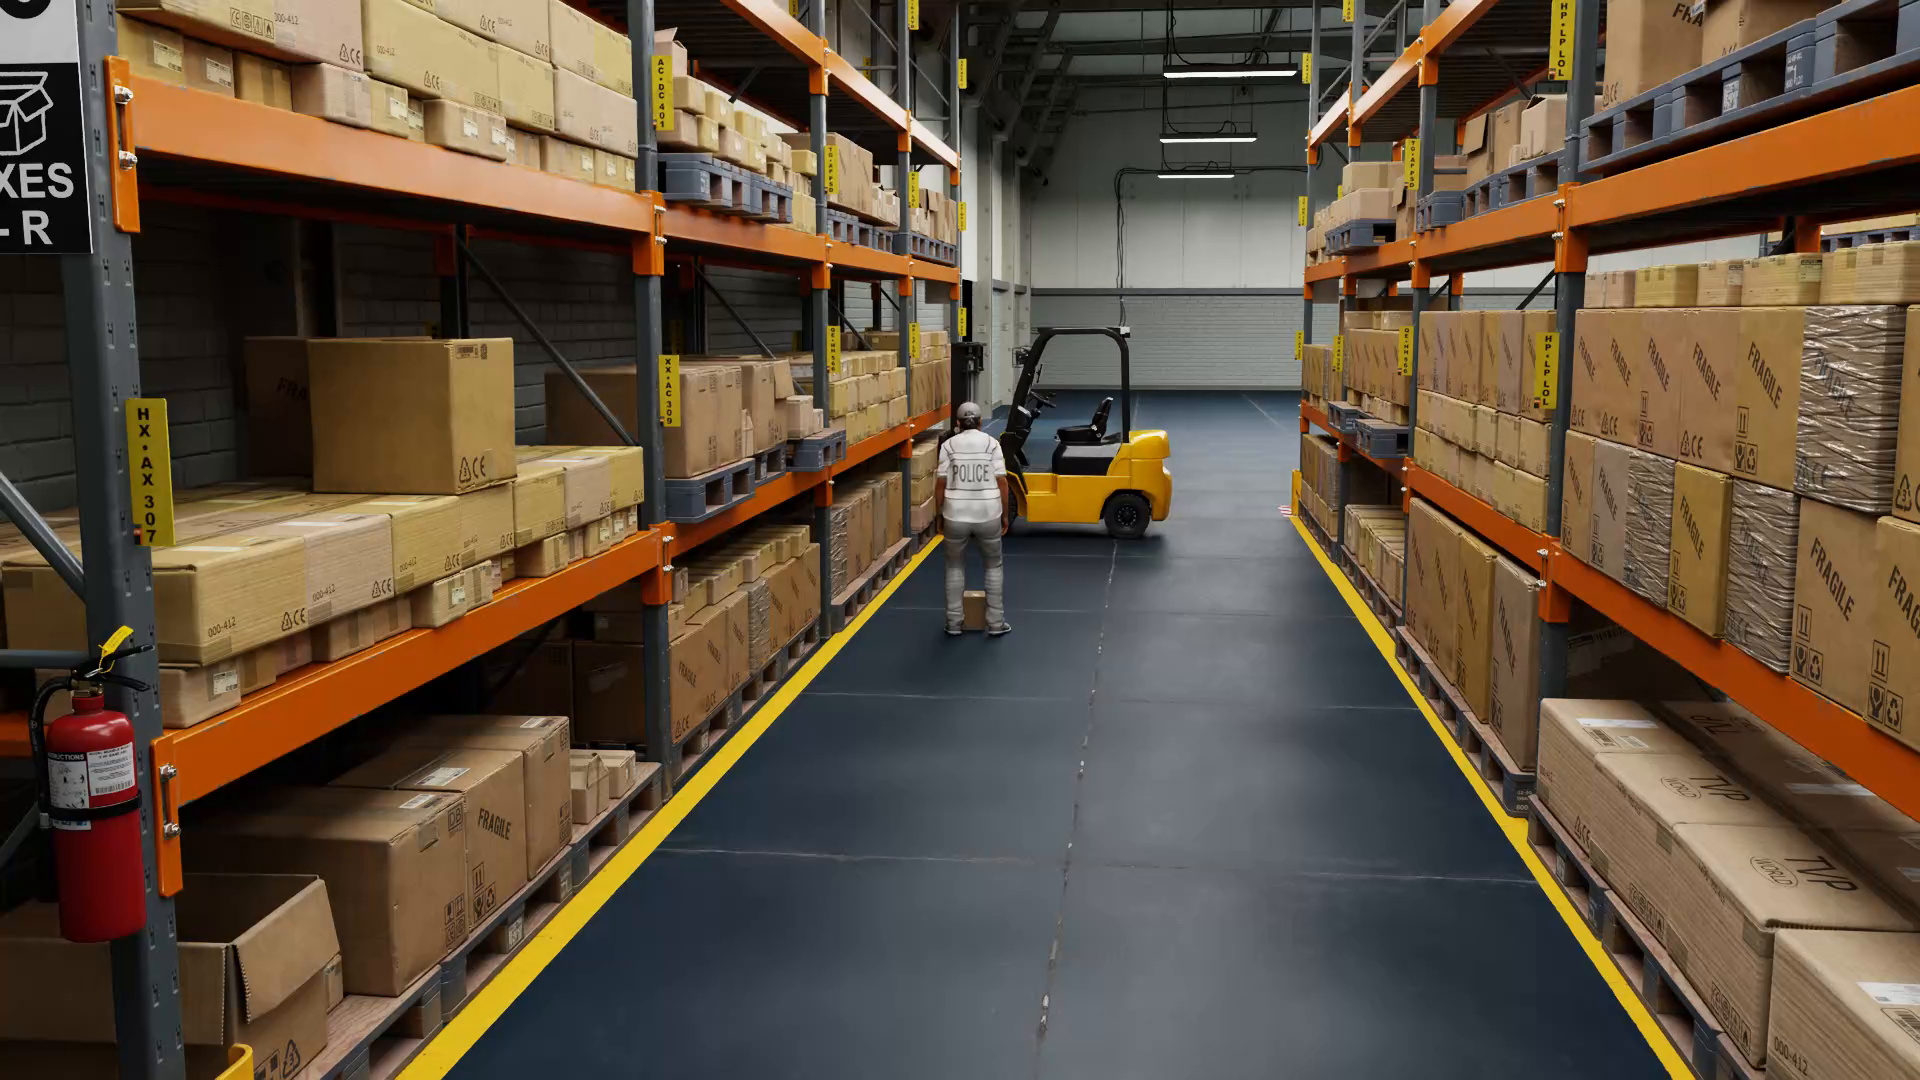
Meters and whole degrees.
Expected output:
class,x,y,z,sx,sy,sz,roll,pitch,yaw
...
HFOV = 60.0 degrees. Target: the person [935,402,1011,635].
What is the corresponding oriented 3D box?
class,x,y,z,sx,sy,sz,roll,pitch,yaw
person,0.095,-0.151,11.895,0.545,1.665,0.466,0,8,2
